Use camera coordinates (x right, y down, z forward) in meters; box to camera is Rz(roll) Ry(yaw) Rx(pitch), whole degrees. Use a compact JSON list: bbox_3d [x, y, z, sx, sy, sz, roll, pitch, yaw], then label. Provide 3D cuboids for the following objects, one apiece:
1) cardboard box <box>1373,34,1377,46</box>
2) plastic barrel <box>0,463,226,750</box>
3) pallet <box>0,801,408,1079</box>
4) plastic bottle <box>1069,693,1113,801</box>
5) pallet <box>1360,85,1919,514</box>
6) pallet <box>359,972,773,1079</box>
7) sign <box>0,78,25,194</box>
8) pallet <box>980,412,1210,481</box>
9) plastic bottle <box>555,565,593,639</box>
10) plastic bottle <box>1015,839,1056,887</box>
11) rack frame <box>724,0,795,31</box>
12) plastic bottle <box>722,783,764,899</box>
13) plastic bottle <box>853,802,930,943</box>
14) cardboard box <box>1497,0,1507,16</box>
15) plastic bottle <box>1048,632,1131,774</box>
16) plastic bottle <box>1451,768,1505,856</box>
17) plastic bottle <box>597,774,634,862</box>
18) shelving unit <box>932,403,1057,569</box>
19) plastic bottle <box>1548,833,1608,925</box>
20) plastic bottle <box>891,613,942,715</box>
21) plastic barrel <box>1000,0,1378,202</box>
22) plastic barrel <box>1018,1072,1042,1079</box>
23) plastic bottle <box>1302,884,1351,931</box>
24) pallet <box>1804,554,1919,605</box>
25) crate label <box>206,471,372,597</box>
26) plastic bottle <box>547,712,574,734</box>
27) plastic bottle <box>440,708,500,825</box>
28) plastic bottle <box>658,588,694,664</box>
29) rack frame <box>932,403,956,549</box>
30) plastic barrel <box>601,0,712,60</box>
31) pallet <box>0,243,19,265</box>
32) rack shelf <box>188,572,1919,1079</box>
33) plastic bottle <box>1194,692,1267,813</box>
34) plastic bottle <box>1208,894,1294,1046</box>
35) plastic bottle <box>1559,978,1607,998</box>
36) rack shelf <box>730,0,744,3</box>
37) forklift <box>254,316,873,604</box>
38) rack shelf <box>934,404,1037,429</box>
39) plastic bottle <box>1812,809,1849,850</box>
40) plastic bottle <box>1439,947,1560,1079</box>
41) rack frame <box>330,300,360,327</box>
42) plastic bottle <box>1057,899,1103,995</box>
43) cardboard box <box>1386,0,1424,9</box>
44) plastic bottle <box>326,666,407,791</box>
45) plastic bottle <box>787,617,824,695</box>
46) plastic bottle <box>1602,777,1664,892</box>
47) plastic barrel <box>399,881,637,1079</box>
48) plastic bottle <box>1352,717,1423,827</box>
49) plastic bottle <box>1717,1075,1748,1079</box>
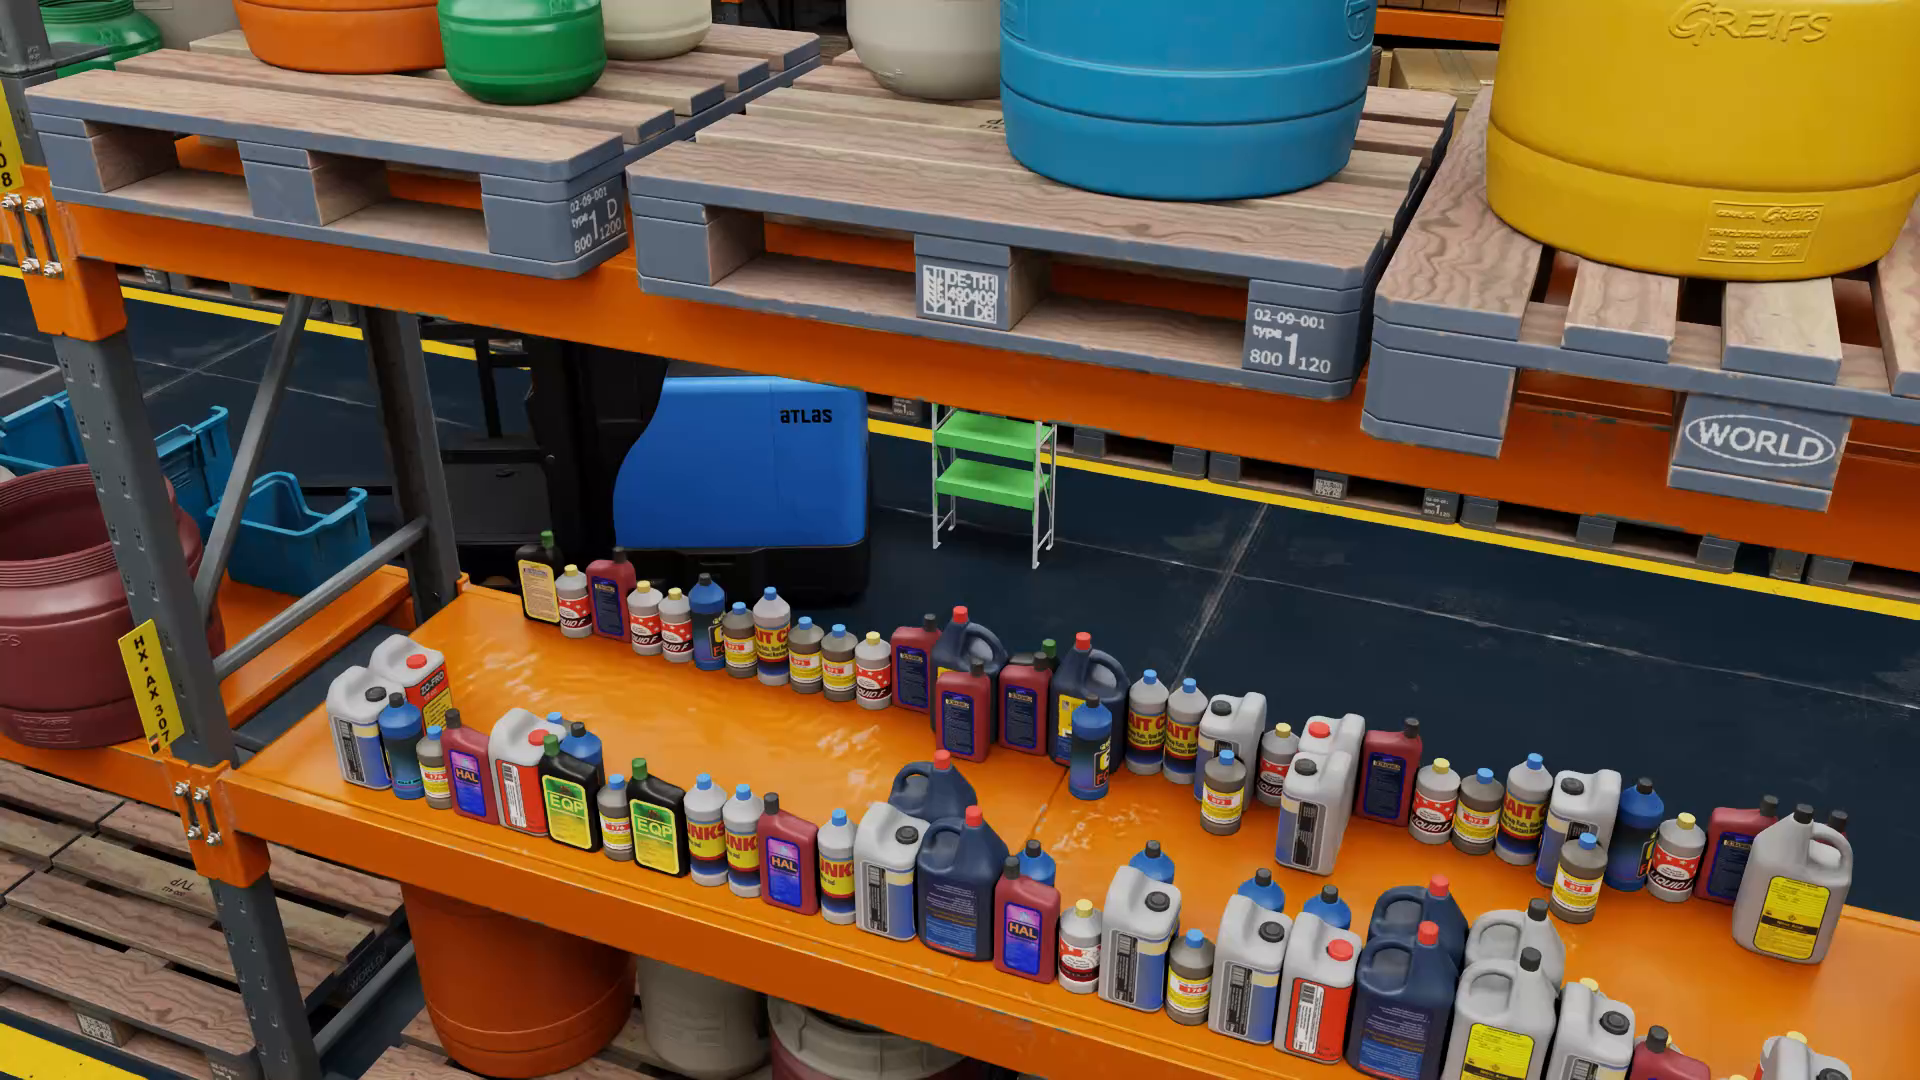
[{"bbox_3d":[2.653,-3.401,12.477,0.750,0.750,0.750,11,31,18],"label":"cardboard box"},{"bbox_3d":[-2.248,0.160,4.280,0.708,0.536,0.600,11,31,19],"label":"plastic barrel"},{"bbox_3d":[-2.407,1.220,5.377,1.213,0.211,1.003,11,31,19],"label":"pallet"},{"bbox_3d":[0.312,0.485,3.974,0.097,0.271,0.097,0,29,0],"label":"plastic bottle"},{"bbox_3d":[1.240,-0.417,2.583,1.003,0.211,1.213,11,31,19],"label":"pallet"},{"bbox_3d":[-0.958,1.508,4.868,1.213,0.211,1.003,11,31,19],"label":"pallet"},{"bbox_3d":[-1.904,-0.841,3.248,0.005,0.325,0.100,11,31,19],"label":"sign"},{"bbox_3d":[0.840,-0.722,8.812,1.213,0.211,1.003,11,31,19],"label":"pallet"},{"bbox_3d":[-1.068,0.163,4.614,0.097,0.201,0.097,0,29,0],"label":"plastic bottle"},{"bbox_3d":[0.152,0.747,3.510,0.097,0.271,0.097,0,29,0],"label":"plastic bottle"},{"bbox_3d":[-1.685,-5.090,13.707,0.127,3.000,1.000,11,31,19],"label":"rack frame"},{"bbox_3d":[-0.471,0.655,3.673,0.097,0.271,0.097,0,29,0],"label":"plastic bottle"},{"bbox_3d":[-0.139,0.705,3.580,0.135,0.276,0.152,11,31,19],"label":"plastic bottle"},{"bbox_3d":[3.905,-3.752,11.575,0.250,0.149,0.380,12,32,21],"label":"cardboard box"},{"bbox_3d":[0.317,0.388,4.066,0.185,0.351,0.144,11,31,19],"label":"plastic bottle"},{"bbox_3d":[1.191,0.614,3.816,0.097,0.201,0.097,0,29,0],"label":"plastic bottle"},{"bbox_3d":[-0.775,0.625,3.798,0.097,0.201,0.097,0,29,0],"label":"plastic bottle"},{"bbox_3d":[0.153,-0.492,7.401,0.503,1.200,0.258,11,31,19],"label":"shelving unit"},{"bbox_3d":[1.348,0.727,3.618,0.097,0.201,0.097,0,29,0],"label":"plastic bottle"},{"bbox_3d":[-0.109,0.310,4.273,0.133,0.283,0.061,11,31,19],"label":"plastic bottle"},{"bbox_3d":[0.364,-1.046,2.567,0.708,0.901,0.600,11,31,19],"label":"plastic barrel"},{"bbox_3d":[0.359,1.423,4.286,0.421,0.512,0.421,0,29,0],"label":"plastic barrel"},{"bbox_3d":[0.740,0.816,3.388,0.097,0.271,0.097,0,29,0],"label":"plastic bottle"},{"bbox_3d":[4.505,-0.009,7.552,1.213,0.211,1.003,11,31,19],"label":"pallet"},{"bbox_3d":[-1.953,-0.009,4.888,0.416,0.233,0.303,11,31,19],"label":"crate label"},{"bbox_3d":[-0.966,0.506,4.008,0.097,0.201,0.097,0,29,0],"label":"plastic bottle"},{"bbox_3d":[-1.137,0.527,3.888,0.133,0.283,0.061,11,31,19],"label":"plastic bottle"},{"bbox_3d":[-0.764,0.224,4.507,0.097,0.201,0.097,0,29,0],"label":"plastic bottle"},{"bbox_3d":[-0.073,-0.537,7.480,0.015,1.200,0.240,11,31,19],"label":"rack frame"},{"bbox_3d":[-0.655,-1.130,3.366,0.301,0.262,0.301,0,29,0],"label":"plastic barrel"},{"bbox_3d":[-6.527,-2.235,11.489,1.213,0.211,1.003,11,31,19],"label":"pallet"},{"bbox_3d":[0.149,0.850,3.929,4.000,0.370,1.077,11,31,19],"label":"rack shelf"},{"bbox_3d":[0.644,0.487,3.965,0.135,0.276,0.152,11,31,19],"label":"plastic bottle"},{"bbox_3d":[0.585,0.850,3.324,0.135,0.276,0.152,11,31,19],"label":"plastic bottle"},{"bbox_3d":[1.207,0.940,3.240,0.097,0.201,0.097,0,29,0],"label":"plastic bottle"},{"bbox_3d":[0.168,-4.407,13.230,4.000,0.370,1.077,11,31,19],"label":"rack shelf"},{"bbox_3d":[-1.924,-1.214,6.919,3.031,2.935,1.130,-1,29,-1],"label":"forklift"},{"bbox_3d":[0.153,-0.645,7.314,0.480,0.148,0.258,11,31,19],"label":"rack shelf"},{"bbox_3d":[1.823,0.695,3.590,0.133,0.283,0.061,11,31,19],"label":"plastic bottle"},{"bbox_3d":[1.028,0.908,3.146,0.185,0.351,0.144,11,31,19],"label":"plastic bottle"},{"bbox_3d":[-3.545,-2.831,9.710,0.127,3.000,1.000,11,31,19],"label":"rack frame"},{"bbox_3d":[0.253,0.830,3.435,0.097,0.201,0.097,0,29,0],"label":"plastic bottle"},{"bbox_3d":[3.207,-3.910,11.855,0.250,0.149,0.380,12,32,20],"label":"cardboard box"},{"bbox_3d":[-1.424,0.448,4.034,0.135,0.276,0.152,11,31,19],"label":"plastic bottle"},{"bbox_3d":[-0.404,0.296,4.380,0.097,0.201,0.097,0,29,0],"label":"plastic bottle"},{"bbox_3d":[1.496,0.645,3.691,0.097,0.271,0.097,0,29,0],"label":"plastic bottle"},{"bbox_3d":[-1.244,1.012,4.691,0.708,0.830,0.600,11,31,19],"label":"plastic barrel"},{"bbox_3d":[1.000,0.531,3.881,0.133,0.283,0.061,11,31,19],"label":"plastic bottle"},{"bbox_3d":[1.398,1.059,3.030,0.097,0.201,0.097,0,29,0],"label":"plastic bottle"}]
